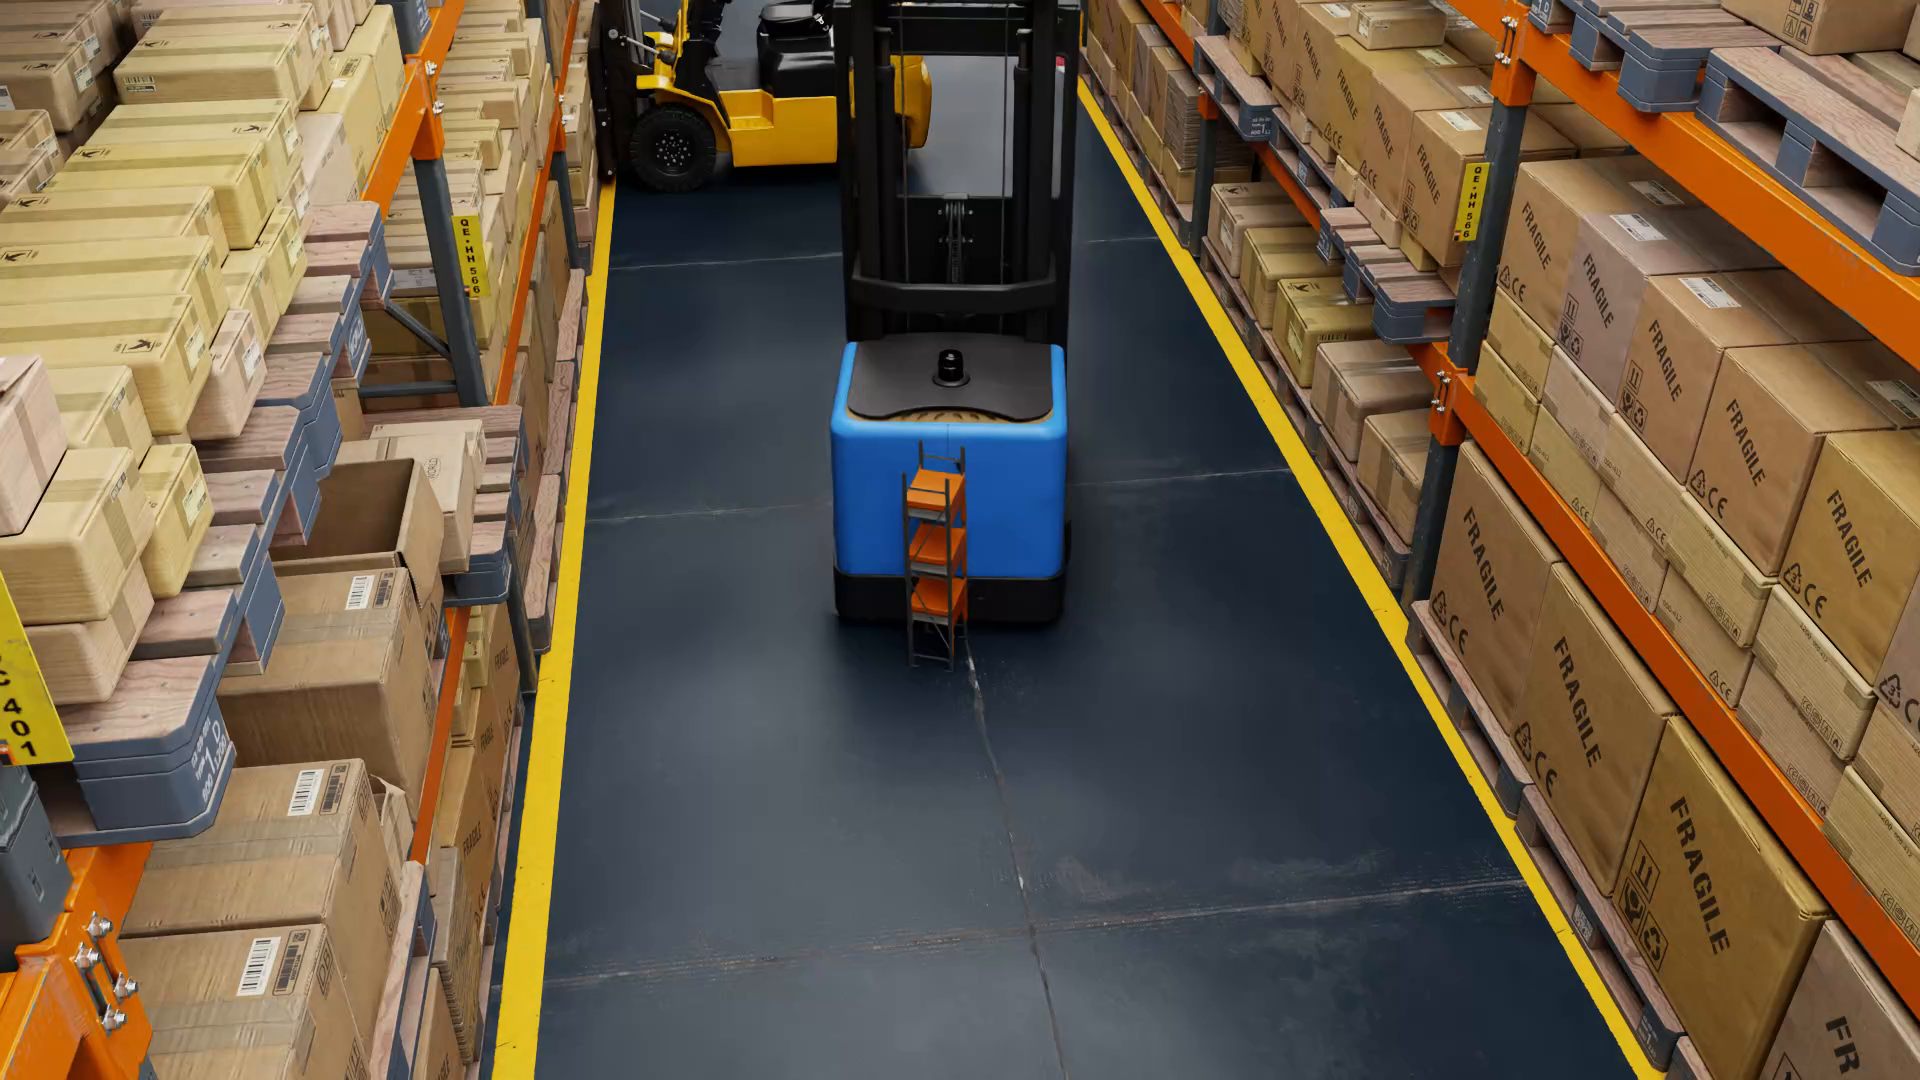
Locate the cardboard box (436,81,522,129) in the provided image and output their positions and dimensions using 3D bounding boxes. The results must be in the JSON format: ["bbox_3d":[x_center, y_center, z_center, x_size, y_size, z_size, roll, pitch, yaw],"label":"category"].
[{"bbox_3d":[-2.310,-2.075,7.966,0.380,0.149,0.250,-5,35,-8],"label":"cardboard box"}]

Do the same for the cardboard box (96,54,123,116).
[{"bbox_3d":[-2.510,-1.250,4.536,0.380,0.149,0.250,-5,35,-7],"label":"cardboard box"}]

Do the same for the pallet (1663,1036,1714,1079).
[{"bbox_3d":[2.925,2.022,5.096,1.003,0.211,1.213,-4,35,-6],"label":"pallet"}]

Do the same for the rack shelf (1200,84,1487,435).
[{"bbox_3d":[2.297,-1.757,8.803,1.077,0.370,4.000,-4,35,-6],"label":"rack shelf"}]

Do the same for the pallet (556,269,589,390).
[{"bbox_3d":[-2.752,-1.232,9.870,1.003,0.211,1.213,-4,35,-6],"label":"pallet"}]

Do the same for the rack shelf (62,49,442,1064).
[{"bbox_3d":[-2.083,-0.386,4.128,1.077,0.370,4.000,-4,35,-6],"label":"rack shelf"}]

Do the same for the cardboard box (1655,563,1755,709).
[{"bbox_3d":[2.604,0.270,5.324,0.500,0.250,0.500,-4,35,-6],"label":"cardboard box"}]

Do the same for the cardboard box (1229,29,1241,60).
[{"bbox_3d":[1.789,-2.907,9.703,0.380,0.149,0.250,-4,34,-6],"label":"cardboard box"}]

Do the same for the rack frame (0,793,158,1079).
[{"bbox_3d":[-1.814,1.672,3.133,1.000,3.000,0.127,-4,35,-6],"label":"rack frame"}]

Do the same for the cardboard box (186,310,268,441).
[{"bbox_3d":[-1.541,-0.304,3.130,0.380,0.149,0.250,-4,34,-6],"label":"cardboard box"}]

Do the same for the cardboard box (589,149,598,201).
[{"bbox_3d":[-2.711,-2.407,11.187,0.500,0.250,0.500,-5,35,-7],"label":"cardboard box"}]

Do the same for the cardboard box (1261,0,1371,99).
[{"bbox_3d":[1.928,-2.668,8.776,0.500,0.500,0.500,-5,35,-7],"label":"cardboard box"}]

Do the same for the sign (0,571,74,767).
[{"bbox_3d":[-1.277,0.174,2.209,0.100,0.325,0.005,-4,35,-6],"label":"sign"}]

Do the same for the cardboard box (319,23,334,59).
[{"bbox_3d":[-2.040,-1.428,4.797,0.380,0.149,0.250,-4,34,-5],"label":"cardboard box"}]

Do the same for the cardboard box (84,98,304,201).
[{"bbox_3d":[-1.685,-0.856,3.676,0.380,0.149,0.250,-4,34,-6],"label":"cardboard box"}]

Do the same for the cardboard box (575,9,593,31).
[{"bbox_3d":[-2.905,-3.676,12.161,0.500,0.250,0.500,-4,34,-6],"label":"cardboard box"}]

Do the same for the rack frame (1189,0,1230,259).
[{"bbox_3d":[2.028,-3.170,10.238,1.000,3.000,0.127,-4,35,-6],"label":"rack frame"}]

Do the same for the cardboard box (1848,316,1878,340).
[{"bbox_3d":[3.032,-0.560,5.432,0.500,0.500,0.500,-4,35,-6],"label":"cardboard box"}]

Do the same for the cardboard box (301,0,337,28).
[{"bbox_3d":[-1.996,-1.557,4.722,0.380,0.149,0.250,-5,35,-8],"label":"cardboard box"}]

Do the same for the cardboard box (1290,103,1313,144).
[{"bbox_3d":[1.937,-2.178,8.633,0.380,0.149,0.250,-3,34,-5],"label":"cardboard box"}]

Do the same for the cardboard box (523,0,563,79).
[{"bbox_3d":[-2.691,-3.101,10.048,0.500,0.500,0.500,-5,35,-8],"label":"cardboard box"}]

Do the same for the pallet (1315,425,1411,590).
[{"bbox_3d":[2.462,-0.222,8.388,1.003,0.211,1.213,-4,35,-6],"label":"pallet"}]

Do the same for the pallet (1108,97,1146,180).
[{"bbox_3d":[1.735,-3.072,12.571,1.003,0.211,1.213,-4,35,-6],"label":"pallet"}]

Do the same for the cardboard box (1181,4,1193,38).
[{"bbox_3d":[1.642,-3.361,10.742,0.380,0.149,0.250,-4,34,-5],"label":"cardboard box"}]

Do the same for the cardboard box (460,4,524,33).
[{"bbox_3d":[-2.571,-2.785,9.008,0.380,0.149,0.250,-5,35,-7],"label":"cardboard box"}]

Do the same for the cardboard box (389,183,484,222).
[{"bbox_3d":[-2.200,-1.360,6.917,0.380,0.149,0.250,-3,34,-5],"label":"cardboard box"}]

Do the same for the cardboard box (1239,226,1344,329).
[{"bbox_3d":[2.201,-1.564,9.842,0.950,0.372,0.625,-2,34,-3],"label":"cardboard box"}]

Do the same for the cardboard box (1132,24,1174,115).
[{"bbox_3d":[1.543,-3.395,11.972,0.500,0.500,0.500,-3,34,-4],"label":"cardboard box"}]

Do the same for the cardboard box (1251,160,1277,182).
[{"bbox_3d":[2.216,-2.557,11.407,0.500,0.250,0.500,-6,35,-9],"label":"cardboard box"}]

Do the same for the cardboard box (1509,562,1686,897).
[{"bbox_3d":[2.692,0.656,6.137,0.875,0.875,0.875,-4,34,-6],"label":"cardboard box"}]

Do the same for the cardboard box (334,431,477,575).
[{"bbox_3d":[-1.889,-0.107,5.504,0.500,0.250,0.500,-6,35,-9],"label":"cardboard box"}]

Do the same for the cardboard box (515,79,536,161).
[{"bbox_3d":[-2.431,-2.110,8.372,0.500,0.250,0.500,-4,34,-5],"label":"cardboard box"}]

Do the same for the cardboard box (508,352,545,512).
[{"bbox_3d":[-2.518,-0.465,8.005,0.875,0.625,0.625,-3,34,-5],"label":"cardboard box"}]

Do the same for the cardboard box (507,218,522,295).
[{"bbox_3d":[-2.309,-1.332,7.674,0.500,0.250,0.500,-5,35,-8],"label":"cardboard box"}]

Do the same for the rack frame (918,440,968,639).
[{"bbox_3d":[-0.070,0.015,7.273,0.200,1.050,0.008,9,38,12],"label":"rack frame"}]

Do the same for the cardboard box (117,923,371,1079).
[{"bbox_3d":[-1.658,1.170,3.407,0.700,0.500,0.500,-4,34,-5],"label":"cardboard box"}]

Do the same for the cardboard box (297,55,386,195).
[{"bbox_3d":[-1.974,-1.189,4.801,0.500,0.250,0.500,-4,35,-6],"label":"cardboard box"}]

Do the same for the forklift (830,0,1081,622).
[{"bbox_3d":[-0.007,-1.637,8.050,1.130,2.935,3.031,1,34,1],"label":"forklift"}]

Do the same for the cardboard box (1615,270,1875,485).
[{"bbox_3d":[2.521,-0.533,5.392,0.500,0.500,0.500,-3,34,-5],"label":"cardboard box"}]

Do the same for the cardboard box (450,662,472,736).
[{"bbox_3d":[-1.976,0.588,5.994,0.380,0.149,0.250,-5,35,-8],"label":"cardboard box"}]

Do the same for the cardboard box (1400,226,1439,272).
[{"bbox_3d":[2.181,-1.317,7.369,0.380,0.149,0.250,-4,34,-6],"label":"cardboard box"}]

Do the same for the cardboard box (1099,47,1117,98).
[{"bbox_3d":[1.386,-3.683,13.060,0.500,0.250,0.500,-3,34,-5],"label":"cardboard box"}]

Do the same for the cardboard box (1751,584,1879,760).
[{"bbox_3d":[2.654,0.355,4.755,0.500,0.250,0.500,-4,34,-5],"label":"cardboard box"}]

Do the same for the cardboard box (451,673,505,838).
[{"bbox_3d":[-2.025,0.799,6.260,0.500,0.500,0.500,-5,35,-7],"label":"cardboard box"}]

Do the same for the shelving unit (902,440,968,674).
[{"bbox_3d":[-0.102,0.087,7.180,0.215,1.050,0.252,9,38,12],"label":"shelving unit"}]

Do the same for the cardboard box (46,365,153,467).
[{"bbox_3d":[-1.526,-0.145,2.632,0.380,0.149,0.250,-4,34,-6],"label":"cardboard box"}]

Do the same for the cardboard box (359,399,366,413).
[{"bbox_3d":[-2.666,-0.729,6.790,0.500,0.250,0.500,-5,35,-7],"label":"cardboard box"}]

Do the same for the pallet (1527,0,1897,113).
[{"bbox_3d":[2.705,-1.744,5.650,1.213,0.211,1.003,-3,34,-4],"label":"pallet"}]

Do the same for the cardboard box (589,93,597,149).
[{"bbox_3d":[-2.775,-2.892,11.454,0.500,0.250,0.500,-5,35,-7],"label":"cardboard box"}]
